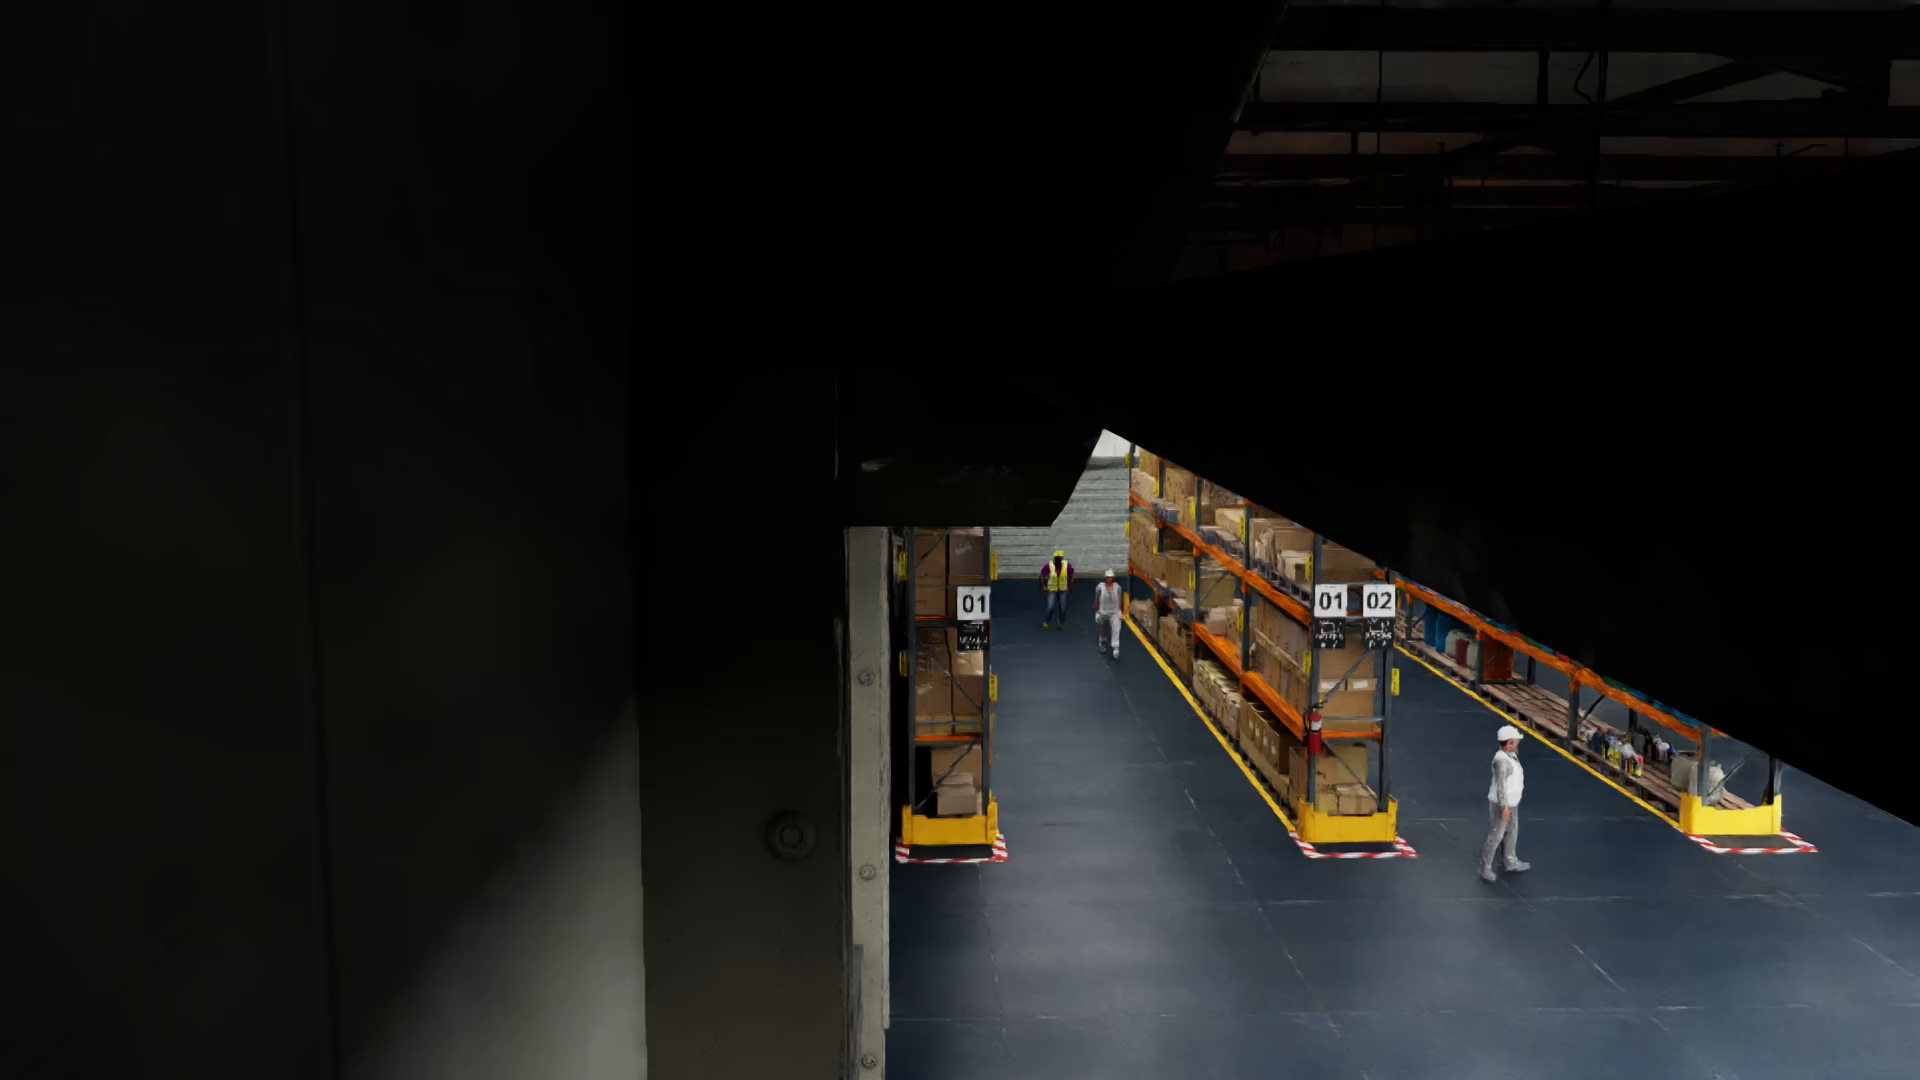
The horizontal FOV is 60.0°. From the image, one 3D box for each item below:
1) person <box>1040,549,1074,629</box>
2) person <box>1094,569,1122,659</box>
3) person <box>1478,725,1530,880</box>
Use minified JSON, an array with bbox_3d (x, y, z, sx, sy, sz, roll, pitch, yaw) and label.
[{"bbox_3d":[2.033,1.032,34.834,0.719,1.714,0.578,0,7,-4],"label":"person"},{"bbox_3d":[2.848,1.393,31.865,0.553,1.709,1.117,0,7,0],"label":"person"},{"bbox_3d":[6.293,2.992,19.173,0.500,1.768,0.693,4,8,29],"label":"person"}]
